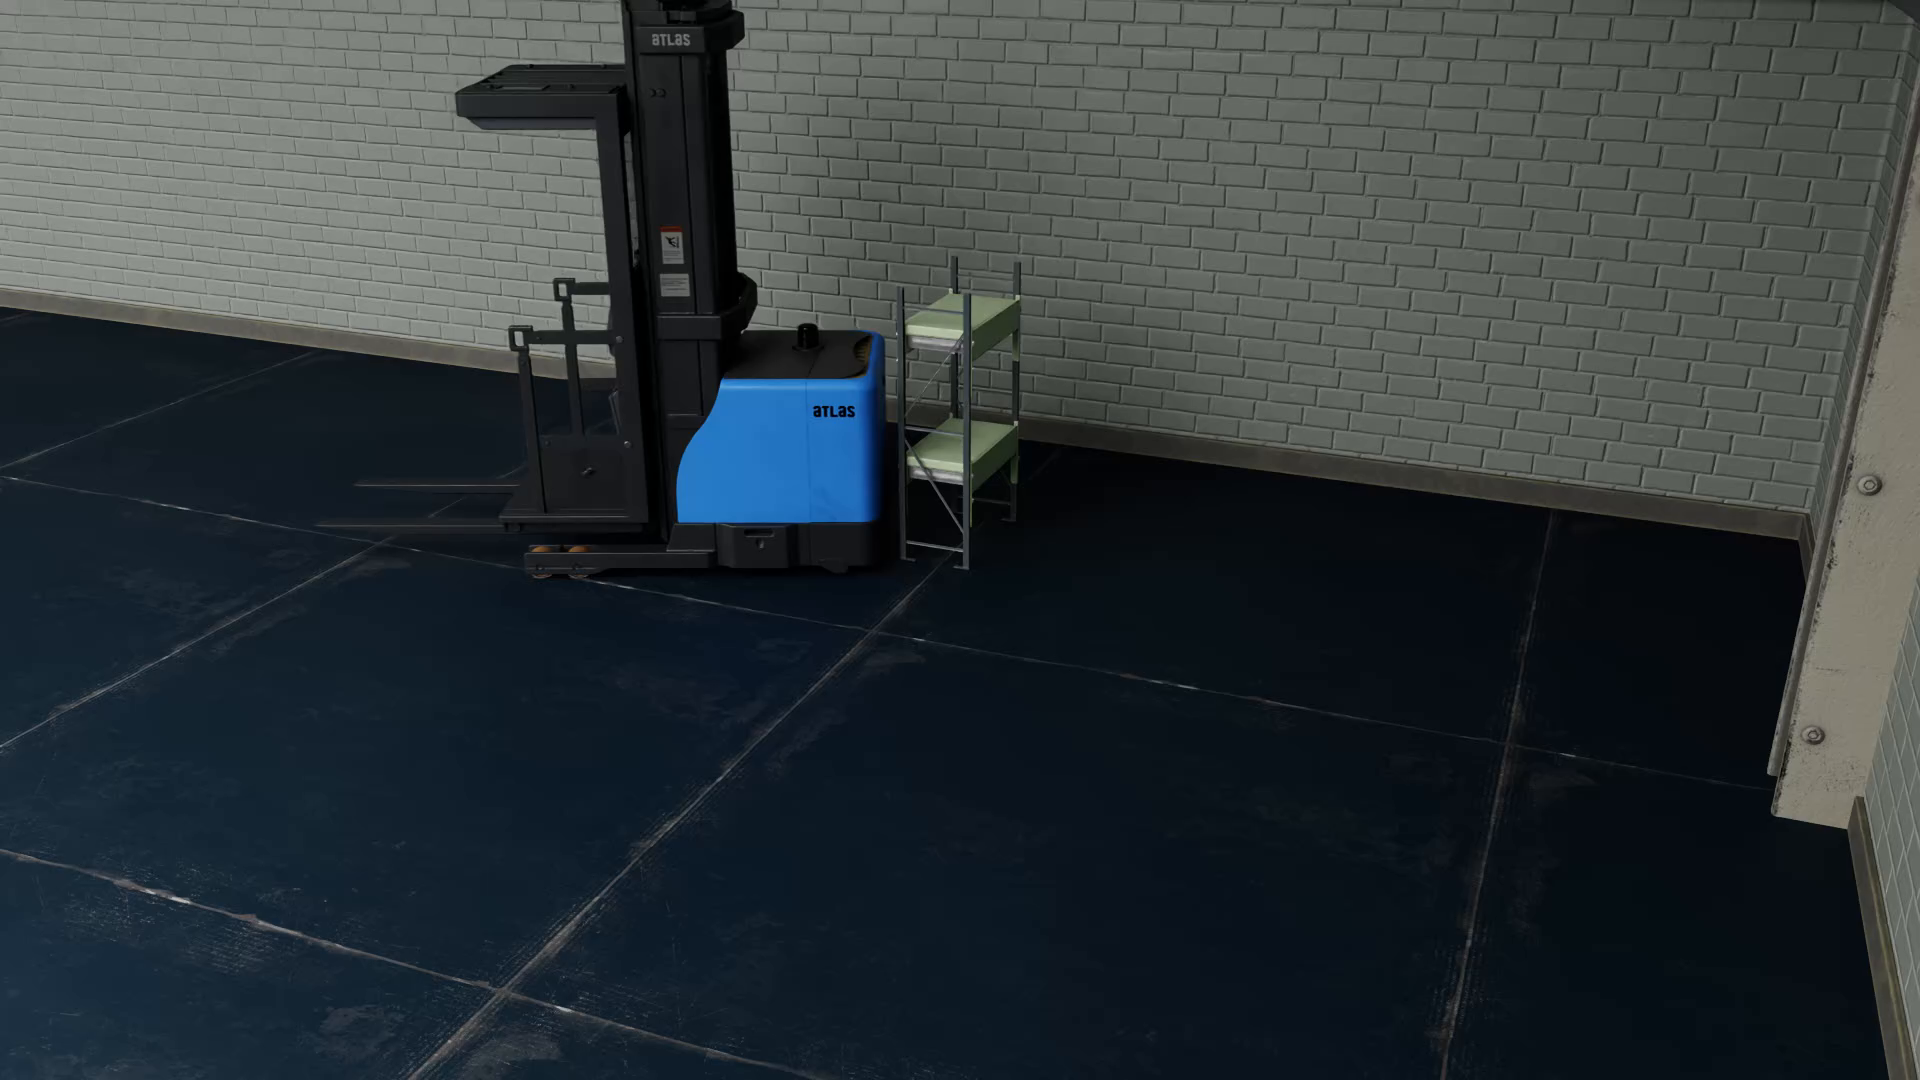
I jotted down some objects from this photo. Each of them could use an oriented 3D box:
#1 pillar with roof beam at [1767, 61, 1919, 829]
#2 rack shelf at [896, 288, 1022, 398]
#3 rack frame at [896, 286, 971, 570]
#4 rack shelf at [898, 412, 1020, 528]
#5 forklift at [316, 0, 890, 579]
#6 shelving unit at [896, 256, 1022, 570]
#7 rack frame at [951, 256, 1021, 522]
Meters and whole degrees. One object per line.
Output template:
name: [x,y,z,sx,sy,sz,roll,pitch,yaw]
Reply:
pillar with roof beam: [-0.546,-3.721,6.483,9.100,9.000,0.400,9,24,20]
rack shelf: [0.002,-1.055,8.816,0.431,0.370,0.720,9,24,20]
rack frame: [-0.133,-0.563,8.653,0.400,1.500,0.023,9,24,20]
rack shelf: [0.002,-0.394,9.092,0.431,0.370,0.720,9,24,20]
forklift: [-1.920,-1.353,8.685,3.031,2.935,1.130,0,23,0]
shelving unit: [0.002,-0.694,8.967,0.431,1.500,0.755,9,24,20]
rack frame: [0.138,-0.825,9.280,0.400,1.500,0.023,9,24,20]
